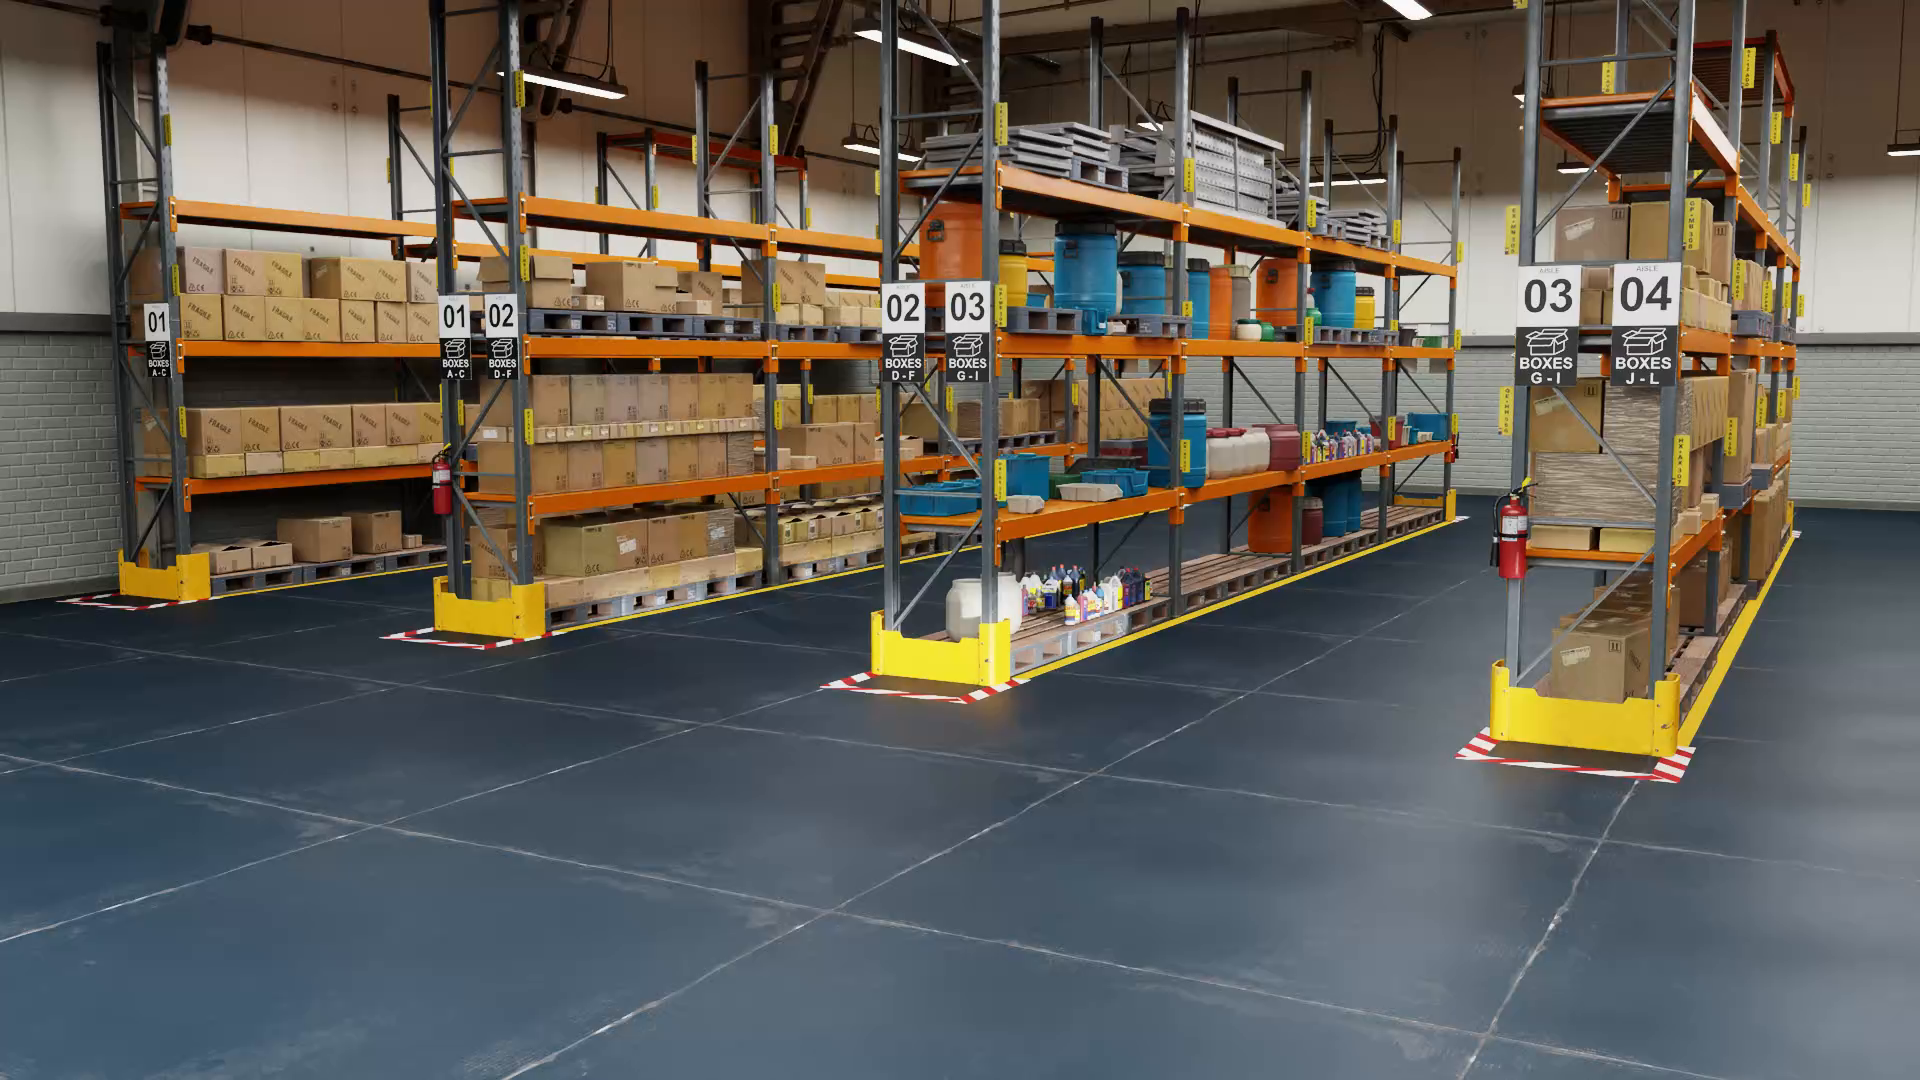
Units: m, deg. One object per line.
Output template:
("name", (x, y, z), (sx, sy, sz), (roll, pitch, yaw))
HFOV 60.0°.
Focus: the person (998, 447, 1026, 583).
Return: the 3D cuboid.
("person", (0.524, -0.176, 18.124), (0.530, 1.639, 0.352), (3, 7, 25))
